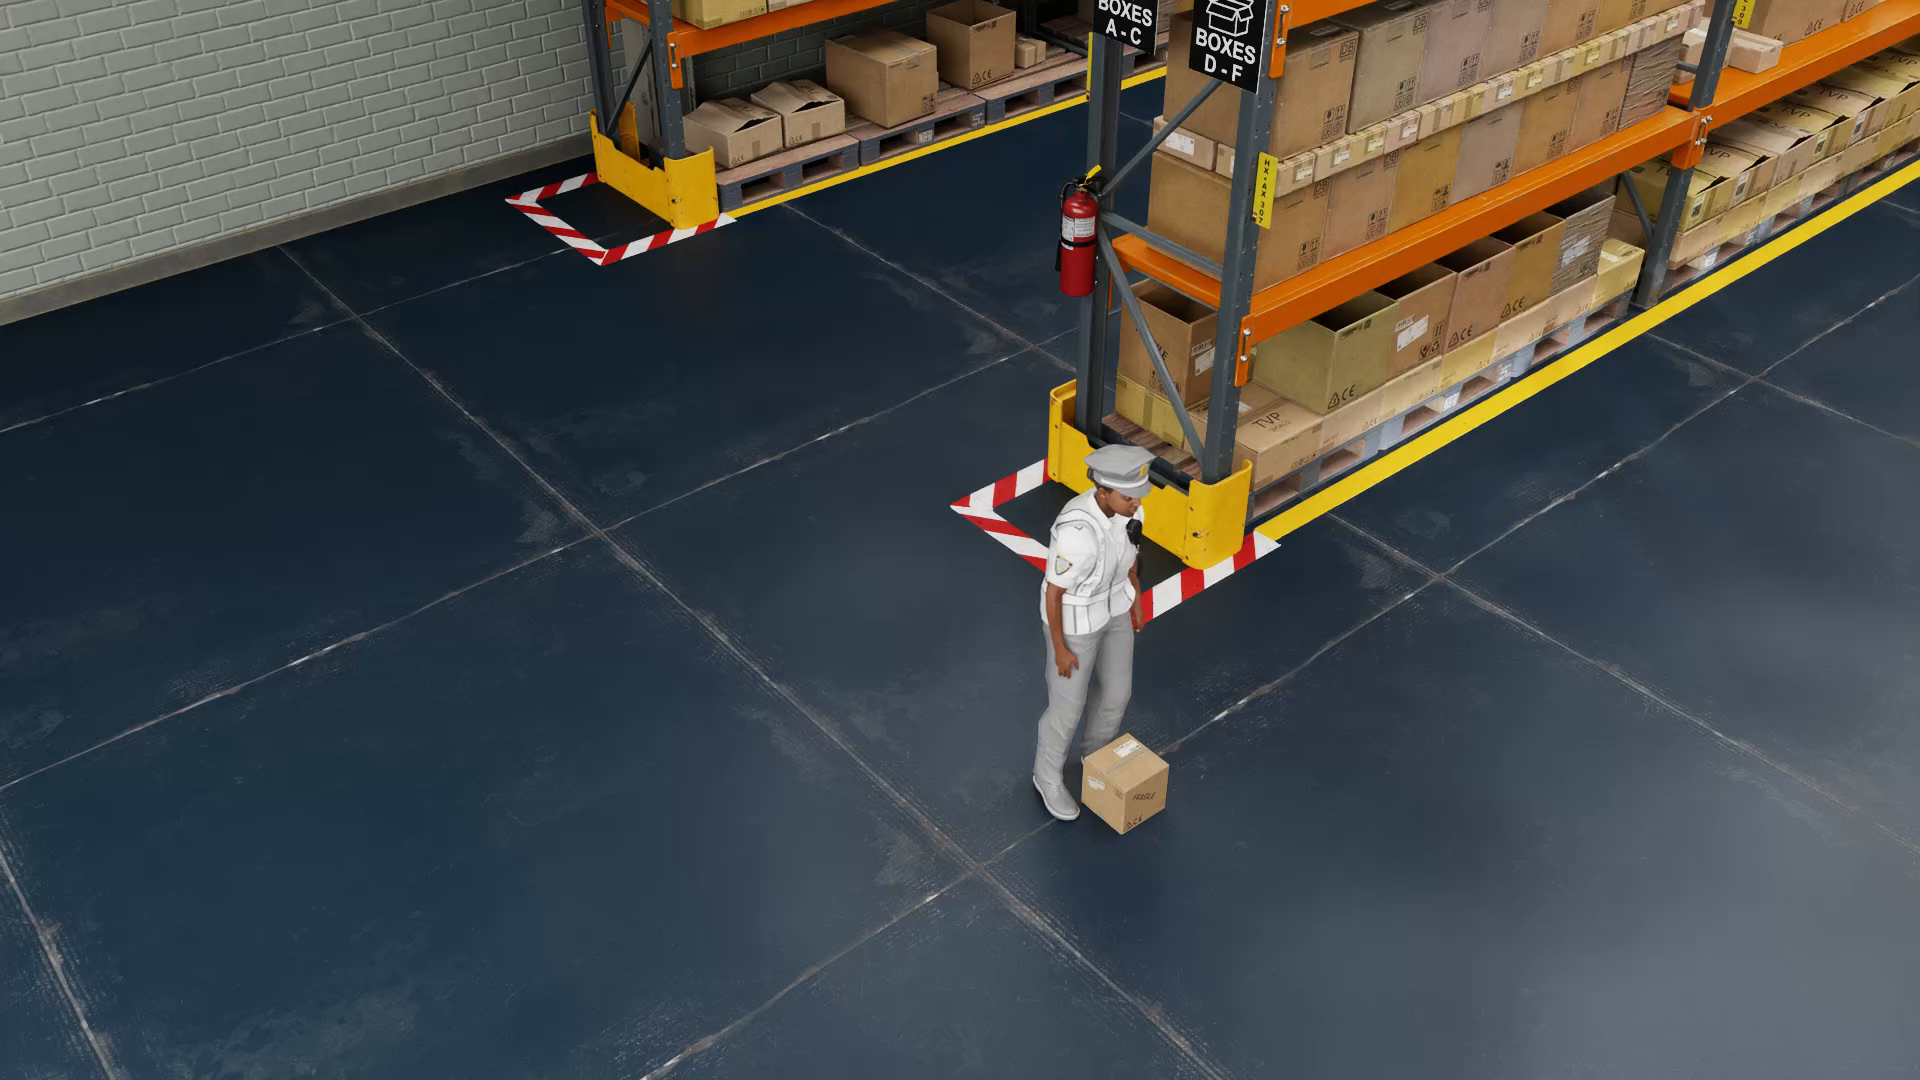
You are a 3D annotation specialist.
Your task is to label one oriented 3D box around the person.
[{"bbox_3d":[0.536,0.342,6.604,0.531,1.664,0.420,-29,45,-33],"label":"person"}]
